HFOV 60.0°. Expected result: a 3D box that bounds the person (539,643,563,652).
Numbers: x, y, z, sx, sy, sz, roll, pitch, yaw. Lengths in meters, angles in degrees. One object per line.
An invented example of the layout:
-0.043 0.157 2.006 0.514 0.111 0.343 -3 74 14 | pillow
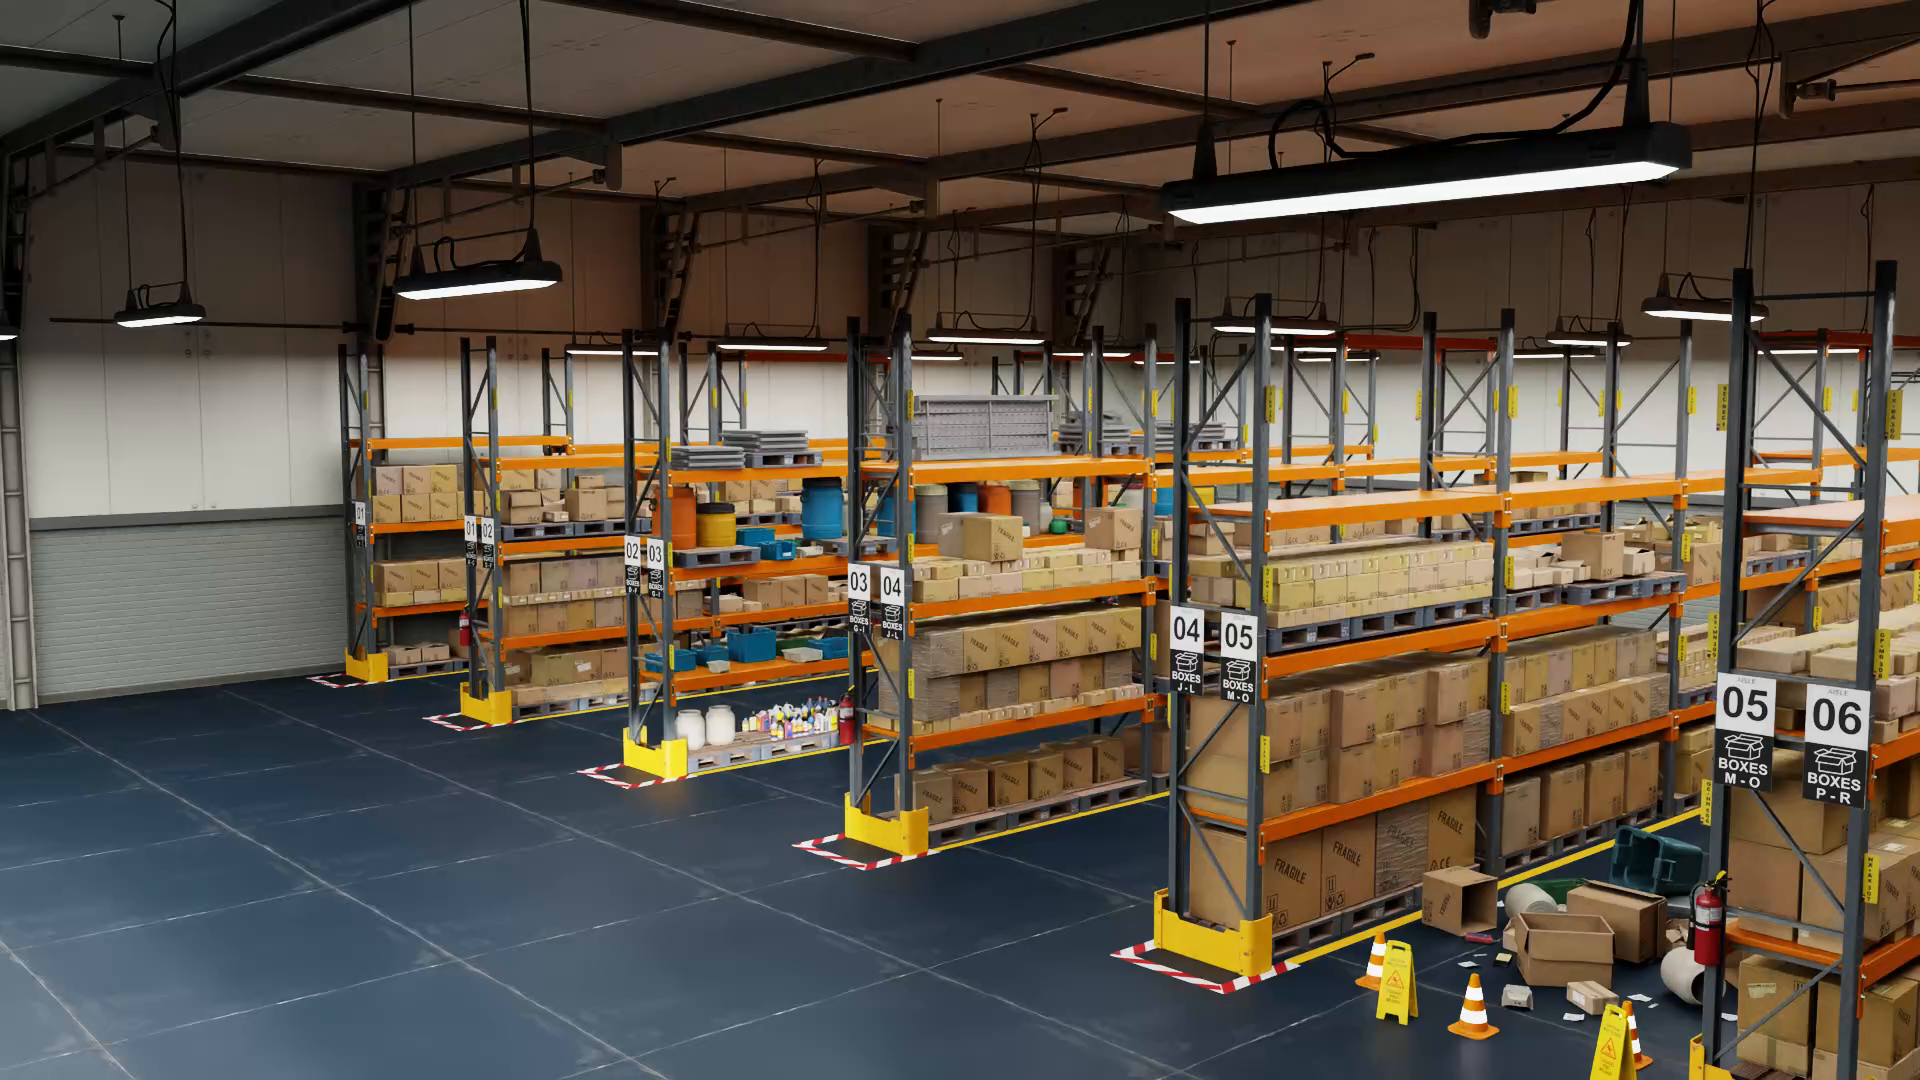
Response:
-7.419 1.572 30.125 0.709 1.767 0.550 -1 5 -8 | person

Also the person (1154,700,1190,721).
3.252 2.099 24.989 0.992 1.701 0.504 -5 7 -42 | person
